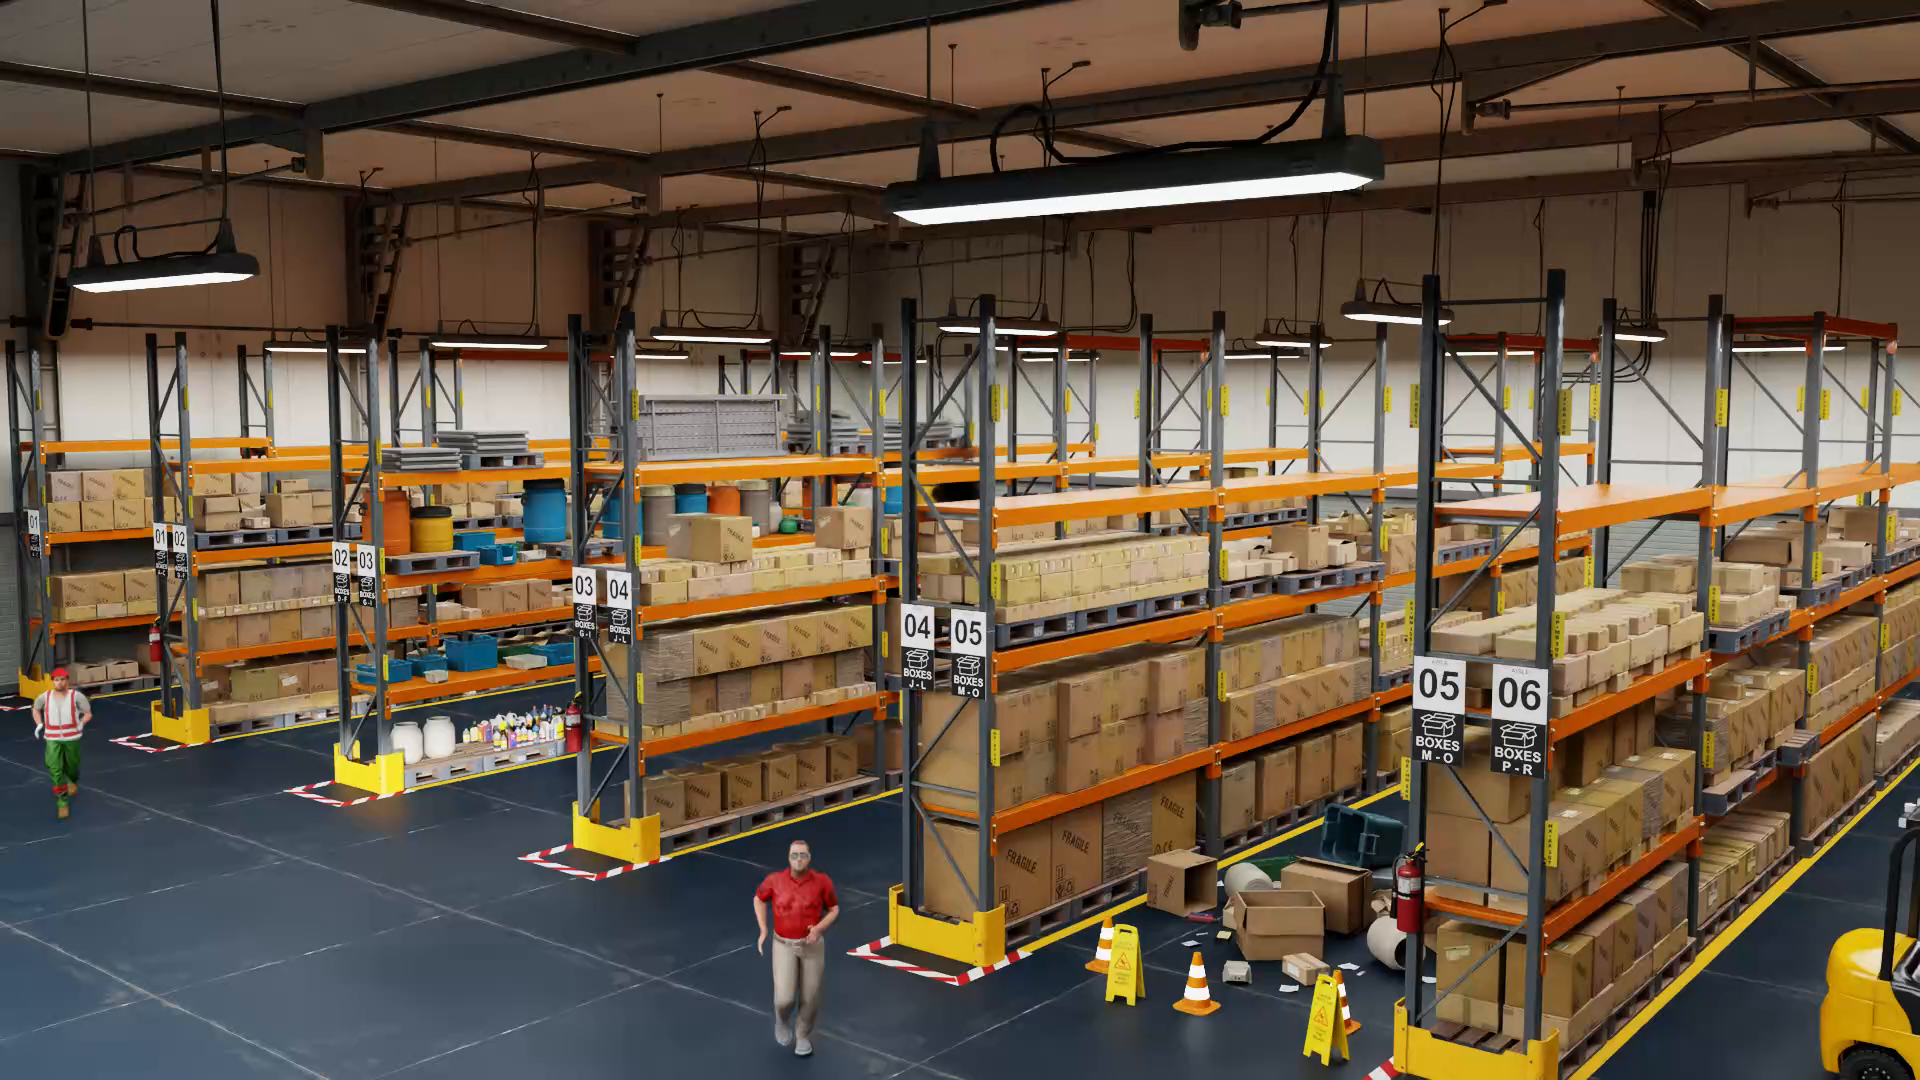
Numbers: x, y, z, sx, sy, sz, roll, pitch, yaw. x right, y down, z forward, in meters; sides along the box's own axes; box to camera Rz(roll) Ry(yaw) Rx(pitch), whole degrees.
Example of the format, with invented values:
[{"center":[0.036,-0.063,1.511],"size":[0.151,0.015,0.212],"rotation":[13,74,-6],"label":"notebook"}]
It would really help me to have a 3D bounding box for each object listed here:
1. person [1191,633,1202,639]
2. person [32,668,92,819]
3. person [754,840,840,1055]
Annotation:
[{"center":[3.499,2.162,24.607],"size":[0.508,1.558,0.586],"rotation":[4,6,37],"label":"person"},{"center":[-11.007,2.452,20.396],"size":[0.656,1.787,0.930],"rotation":[-2,6,-24],"label":"person"},{"center":[-1.252,3.167,12.835],"size":[0.657,1.684,0.602],"rotation":[-1,5,-8],"label":"person"}]
